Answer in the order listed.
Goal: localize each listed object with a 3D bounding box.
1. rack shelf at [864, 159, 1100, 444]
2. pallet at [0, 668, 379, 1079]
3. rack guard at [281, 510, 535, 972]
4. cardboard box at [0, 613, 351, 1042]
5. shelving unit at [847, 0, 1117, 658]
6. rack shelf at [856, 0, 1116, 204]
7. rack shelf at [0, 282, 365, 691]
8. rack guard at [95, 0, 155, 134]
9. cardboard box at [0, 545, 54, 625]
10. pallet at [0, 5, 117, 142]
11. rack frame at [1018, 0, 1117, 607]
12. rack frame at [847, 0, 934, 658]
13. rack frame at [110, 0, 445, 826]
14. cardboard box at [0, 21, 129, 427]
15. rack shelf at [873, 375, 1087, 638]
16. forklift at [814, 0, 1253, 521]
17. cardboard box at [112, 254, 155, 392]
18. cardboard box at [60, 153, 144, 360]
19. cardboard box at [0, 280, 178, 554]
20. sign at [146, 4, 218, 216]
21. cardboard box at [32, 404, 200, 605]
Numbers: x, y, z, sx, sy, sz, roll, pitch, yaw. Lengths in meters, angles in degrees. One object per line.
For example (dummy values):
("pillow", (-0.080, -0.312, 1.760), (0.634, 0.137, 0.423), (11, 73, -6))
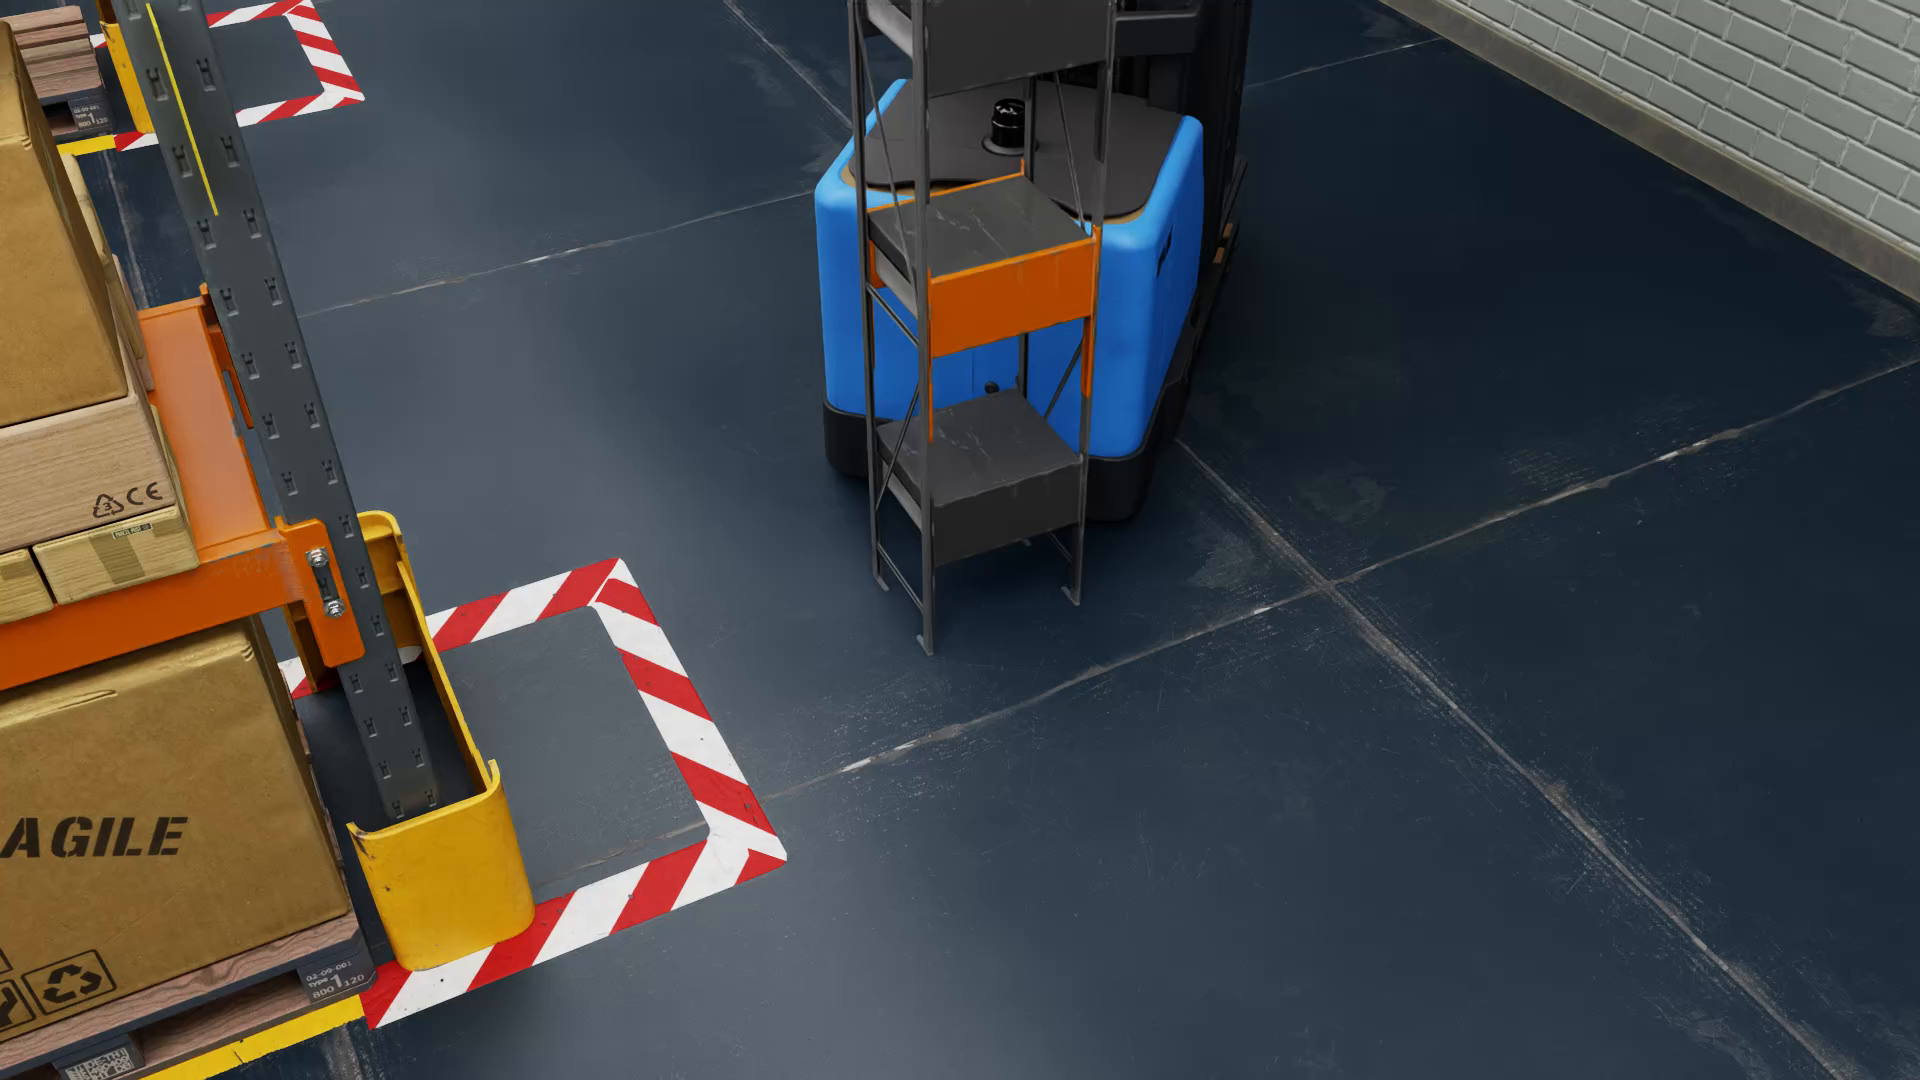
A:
("rack shelf", (0.047, -0.636, 4.397), (0.480, 0.518, 0.431), (-18, 43, -20))
("pallet", (-2.152, 0.882, 4.045), (1.213, 0.211, 1.003), (-19, 44, -21))
("rack guard", (-1.458, 0.481, 4.295), (0.348, 0.500, 1.175), (-19, 44, -21))
("cardboard box", (-2.010, 0.422, 3.750), (0.875, 0.875, 0.875), (-19, 44, -21))
("shelving unit", (0.047, -0.646, 4.388), (0.503, 2.100, 0.431), (-18, 43, -20))
("rack shelf", (0.047, -1.170, 3.945), (0.480, 0.518, 0.431), (-18, 43, -20))
("rack shelf", (-3.253, 0.406, 3.006), (4.000, 0.370, 1.077), (-19, 44, -21))
("rack guard", (-3.752, -2.365, 7.656), (0.348, 0.500, 1.175), (-19, 44, -21))
("cardboard box", (-1.873, 0.004, 3.119), (0.250, 0.149, 0.380), (-18, 44, -20))
("pallet", (-4.517, -2.016, 7.468), (1.213, 0.211, 1.003), (-19, 44, -21))
("rack frame", (0.265, -0.716, 4.471), (0.015, 2.100, 0.400), (-18, 43, -20))
("rack frame", (-0.172, -0.576, 4.306), (0.015, 2.100, 0.400), (-18, 43, -20))
("rack frame", (-1.479, -0.466, 3.479), (0.127, 3.000, 1.000), (-19, 44, -21))
("cardboard box", (-1.790, -0.512, 2.839), (0.500, 0.500, 0.500), (-18, 43, -20))
("rack shelf", (0.047, -0.102, 4.849), (0.480, 0.518, 0.431), (-18, 43, -20))
("forklift", (0.465, -2.140, 5.509), (1.130, 2.935, 3.031), (11, 41, 12))
("cardboard box", (-1.947, -0.453, 3.658), (0.250, 0.149, 0.380), (-18, 43, -20))
("cardboard box", (-2.030, -0.534, 3.445), (0.500, 0.250, 0.500), (-20, 44, -22))
("cardboard box", (-1.786, -0.225, 3.081), (0.500, 0.250, 0.500), (-19, 44, -21))
("sign", (-1.241, -0.683, 2.656), (0.005, 0.325, 0.100), (-19, 44, -21))
("cardboard box", (-1.643, -0.075, 3.211), (0.250, 0.149, 0.380), (-18, 43, -20))
